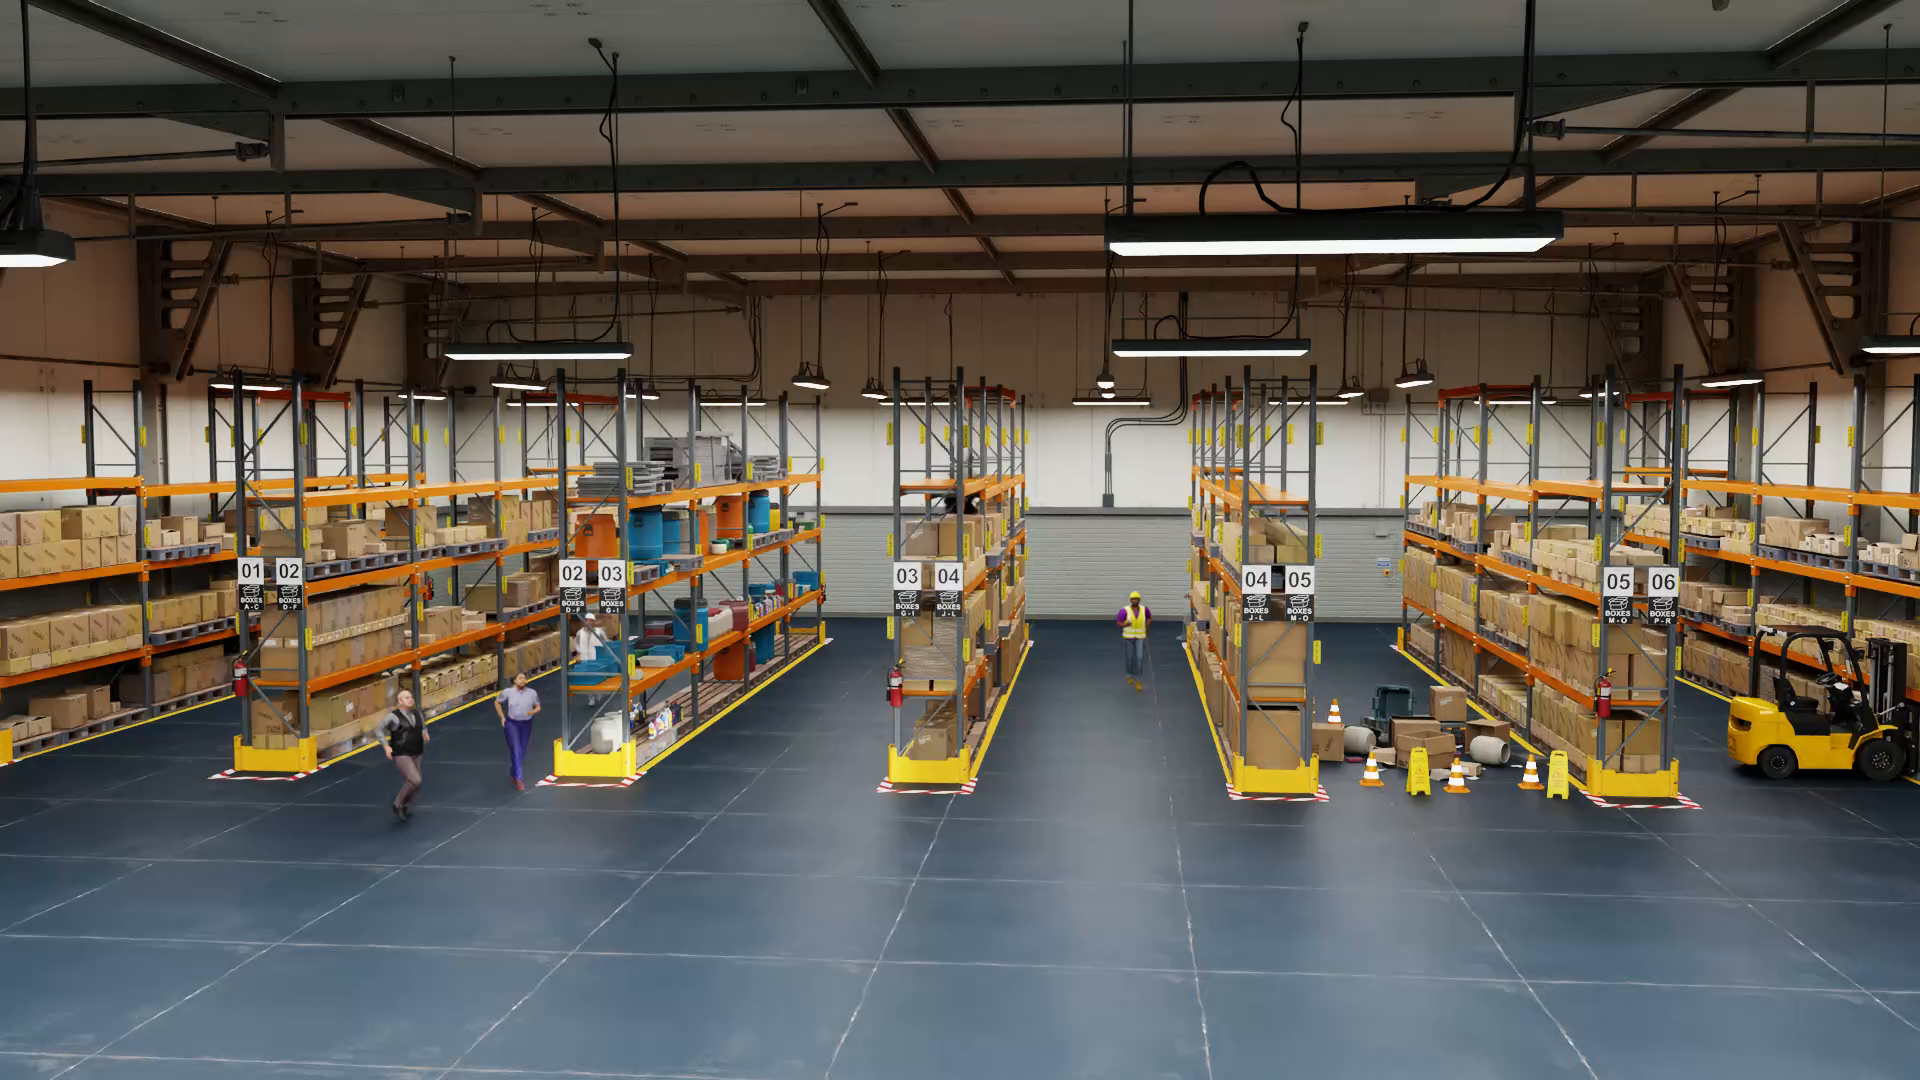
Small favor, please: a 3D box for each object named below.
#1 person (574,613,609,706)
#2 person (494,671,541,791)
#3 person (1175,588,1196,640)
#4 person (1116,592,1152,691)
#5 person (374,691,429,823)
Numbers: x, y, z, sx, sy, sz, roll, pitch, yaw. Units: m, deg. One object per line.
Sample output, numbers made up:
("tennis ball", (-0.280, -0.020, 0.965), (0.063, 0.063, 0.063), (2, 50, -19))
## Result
("person", (-6.861, 2.216, 30.889), (0.638, 1.725, 0.576), (0, 4, -1))
("person", (-6.278, 2.687, 23.744), (0.594, 1.631, 0.813), (-2, 4, -33))
("person", (5.705, 1.637, 40.682), (0.876, 1.659, 0.627), (1, 4, 8))
("person", (3.274, 1.876, 31.198), (0.691, 1.827, 0.747), (0, 4, 0))
("person", (-7.140, 2.807, 21.544), (0.670, 1.697, 0.637), (2, 4, 29))
